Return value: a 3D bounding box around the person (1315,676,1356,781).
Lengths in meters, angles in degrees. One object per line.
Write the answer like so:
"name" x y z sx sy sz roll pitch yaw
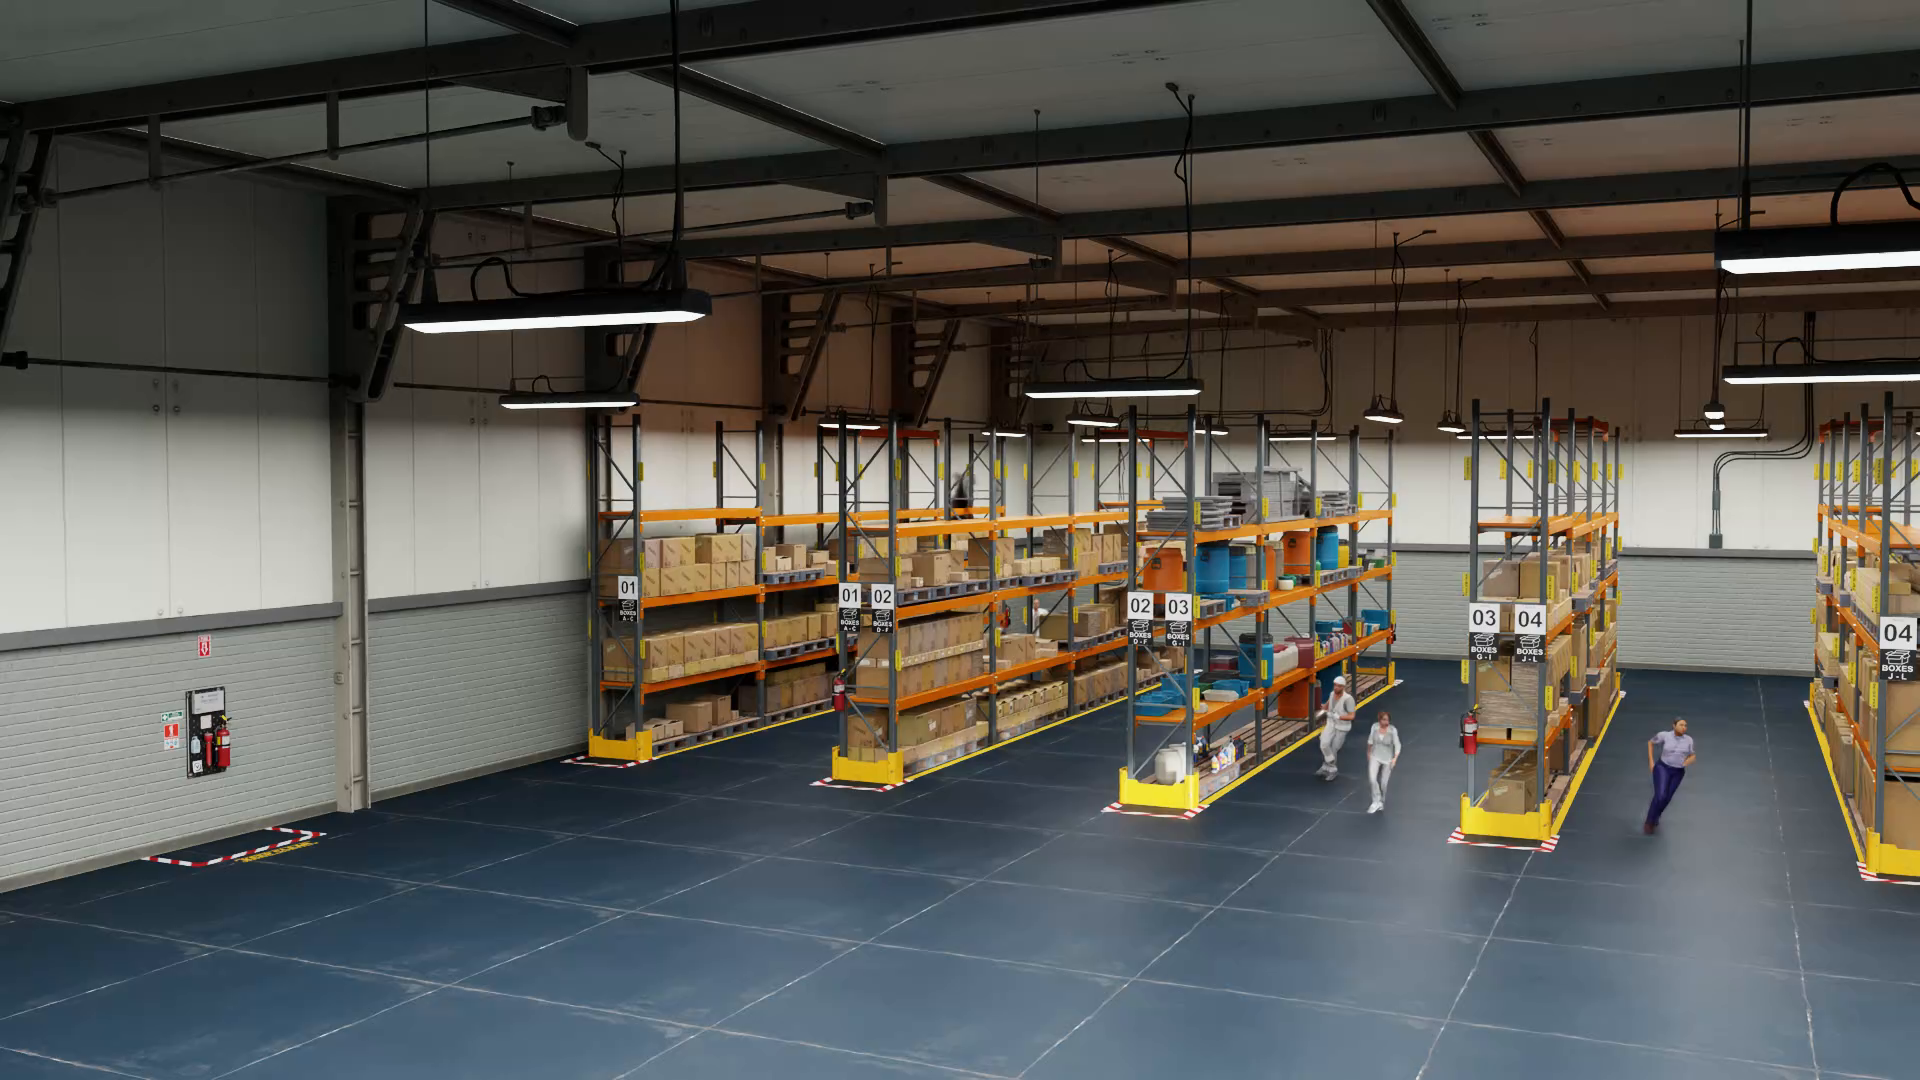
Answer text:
"person" 6.048 3.021 26.845 0.810 1.685 0.723 2 3 36

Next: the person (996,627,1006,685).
"person" 0.846 2.712 35.949 0.494 1.683 0.649 -1 3 -31

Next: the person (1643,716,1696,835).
"person" 9.789 3.240 23.058 0.747 1.614 0.758 0 2 1

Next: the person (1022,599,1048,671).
"person" 1.893 2.410 41.973 0.672 1.837 0.807 0 2 9

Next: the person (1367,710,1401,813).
"person" 6.187 3.218 24.289 0.502 1.522 0.770 1 2 16
